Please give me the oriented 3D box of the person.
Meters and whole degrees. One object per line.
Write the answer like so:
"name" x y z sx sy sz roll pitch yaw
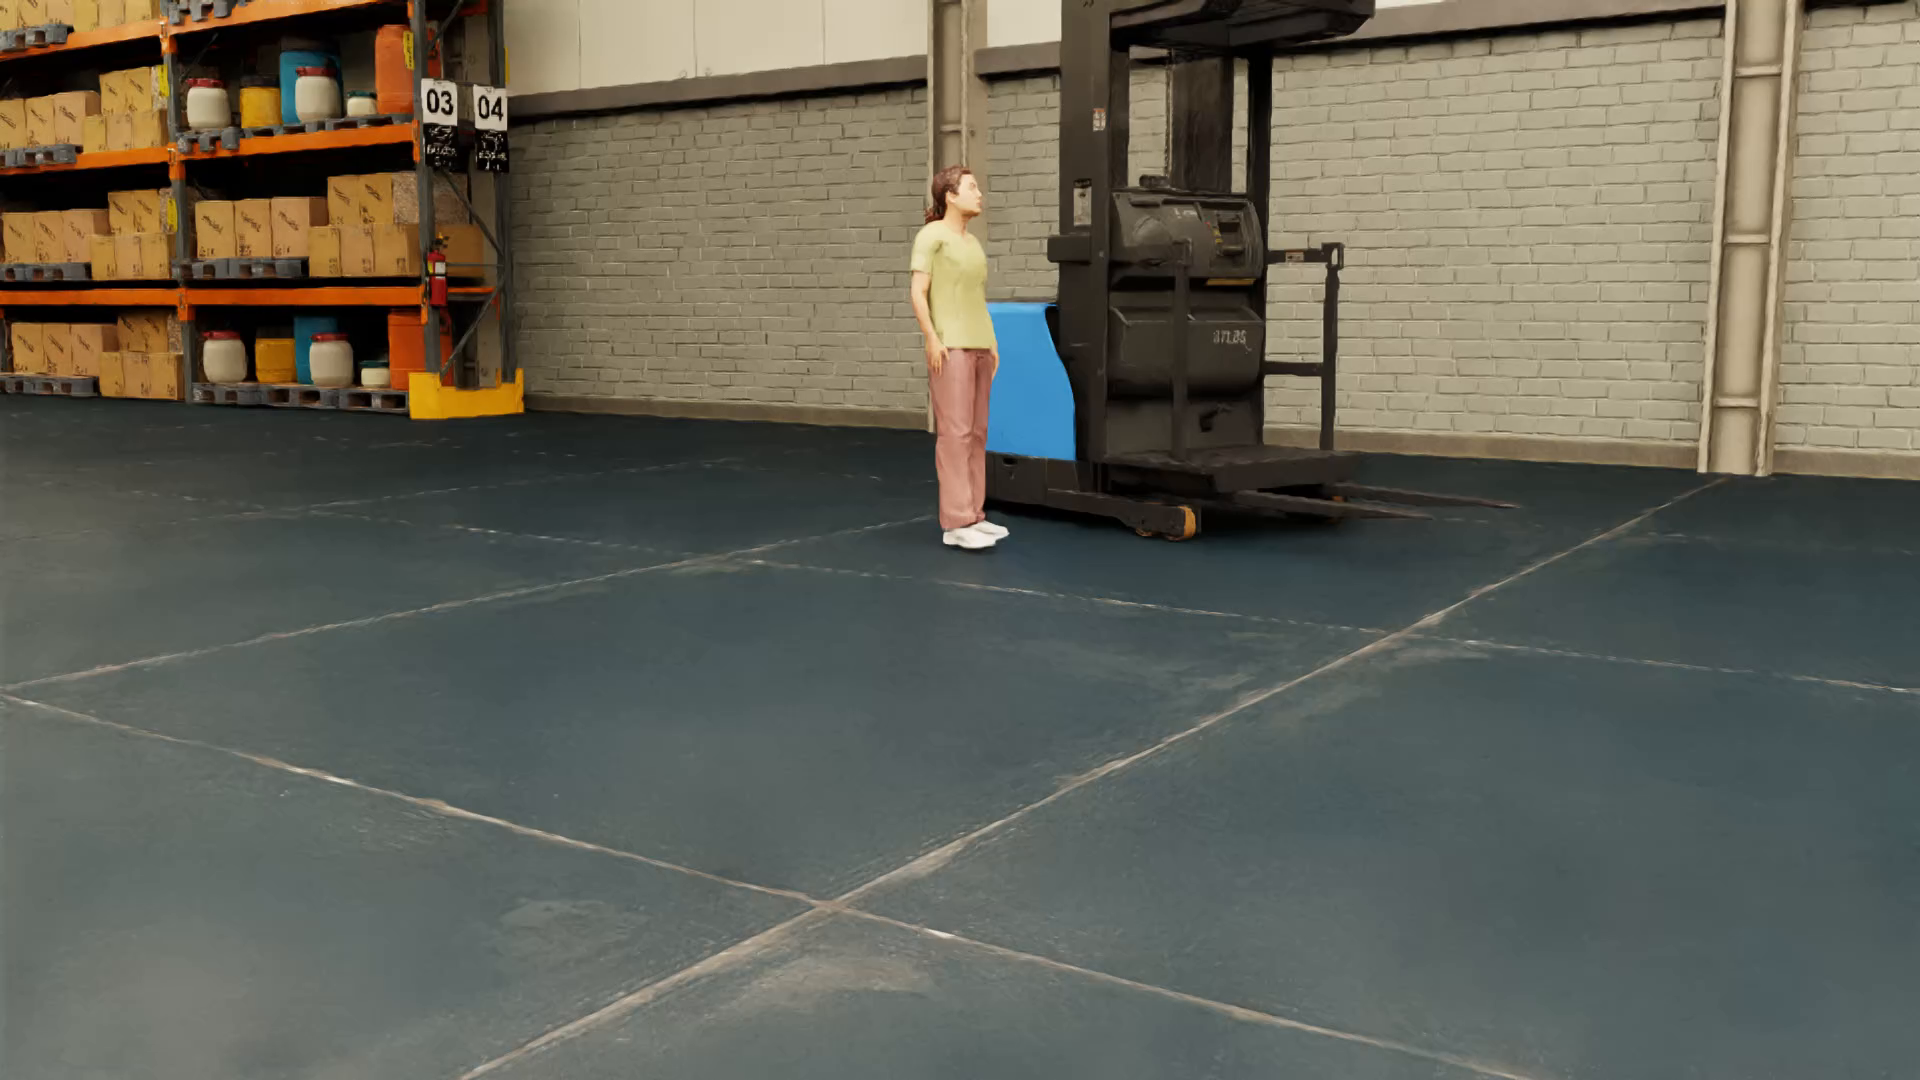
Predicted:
"person" 0.056 -0.832 7.434 0.546 1.674 0.554 5 10 34

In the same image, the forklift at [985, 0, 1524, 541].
"forklift" 1.235 -1.521 7.889 1.130 2.935 3.031 -6 10 -36
